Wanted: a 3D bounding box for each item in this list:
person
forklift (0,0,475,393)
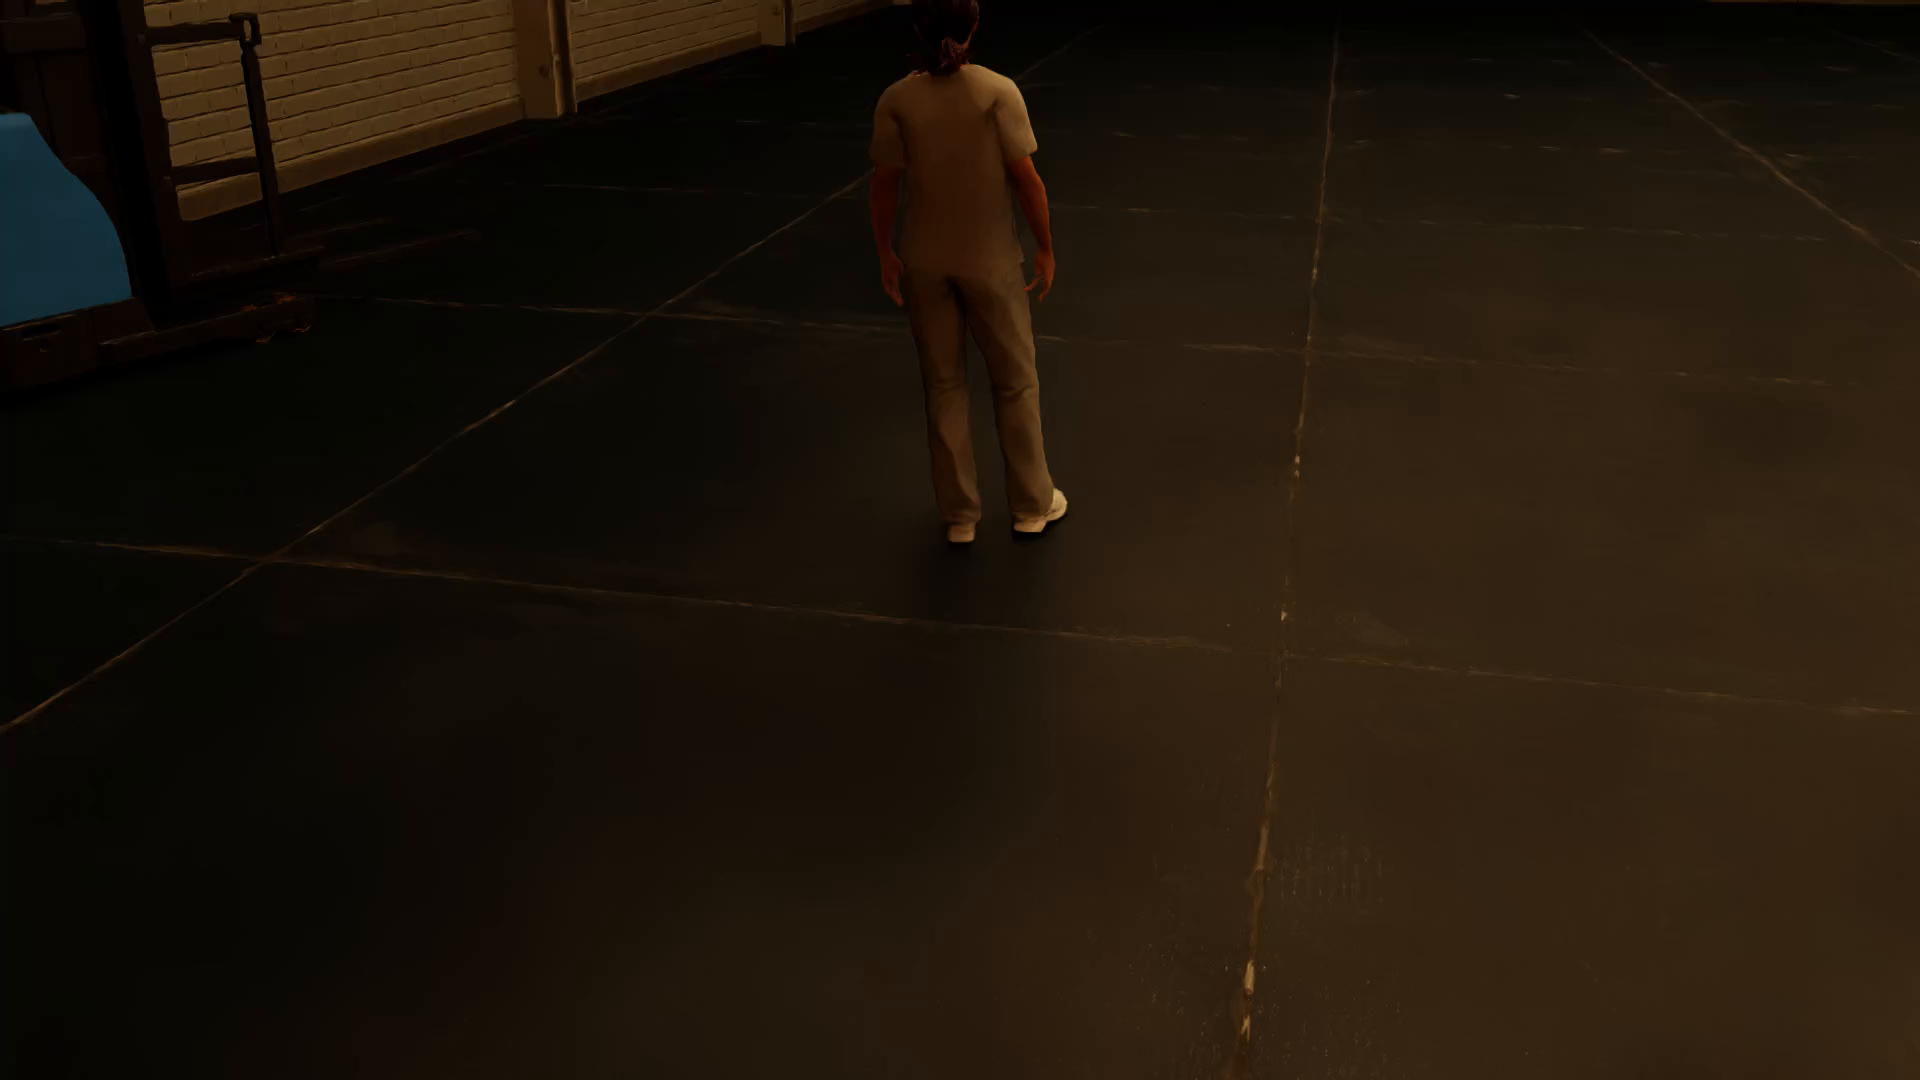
[{"bbox_3d":[0.029,-0.809,4.894,0.550,1.674,0.548,5,23,11],"label":"person"},{"bbox_3d":[-3.538,-2.299,6.904,1.130,2.935,3.031,13,26,30],"label":"forklift"}]
